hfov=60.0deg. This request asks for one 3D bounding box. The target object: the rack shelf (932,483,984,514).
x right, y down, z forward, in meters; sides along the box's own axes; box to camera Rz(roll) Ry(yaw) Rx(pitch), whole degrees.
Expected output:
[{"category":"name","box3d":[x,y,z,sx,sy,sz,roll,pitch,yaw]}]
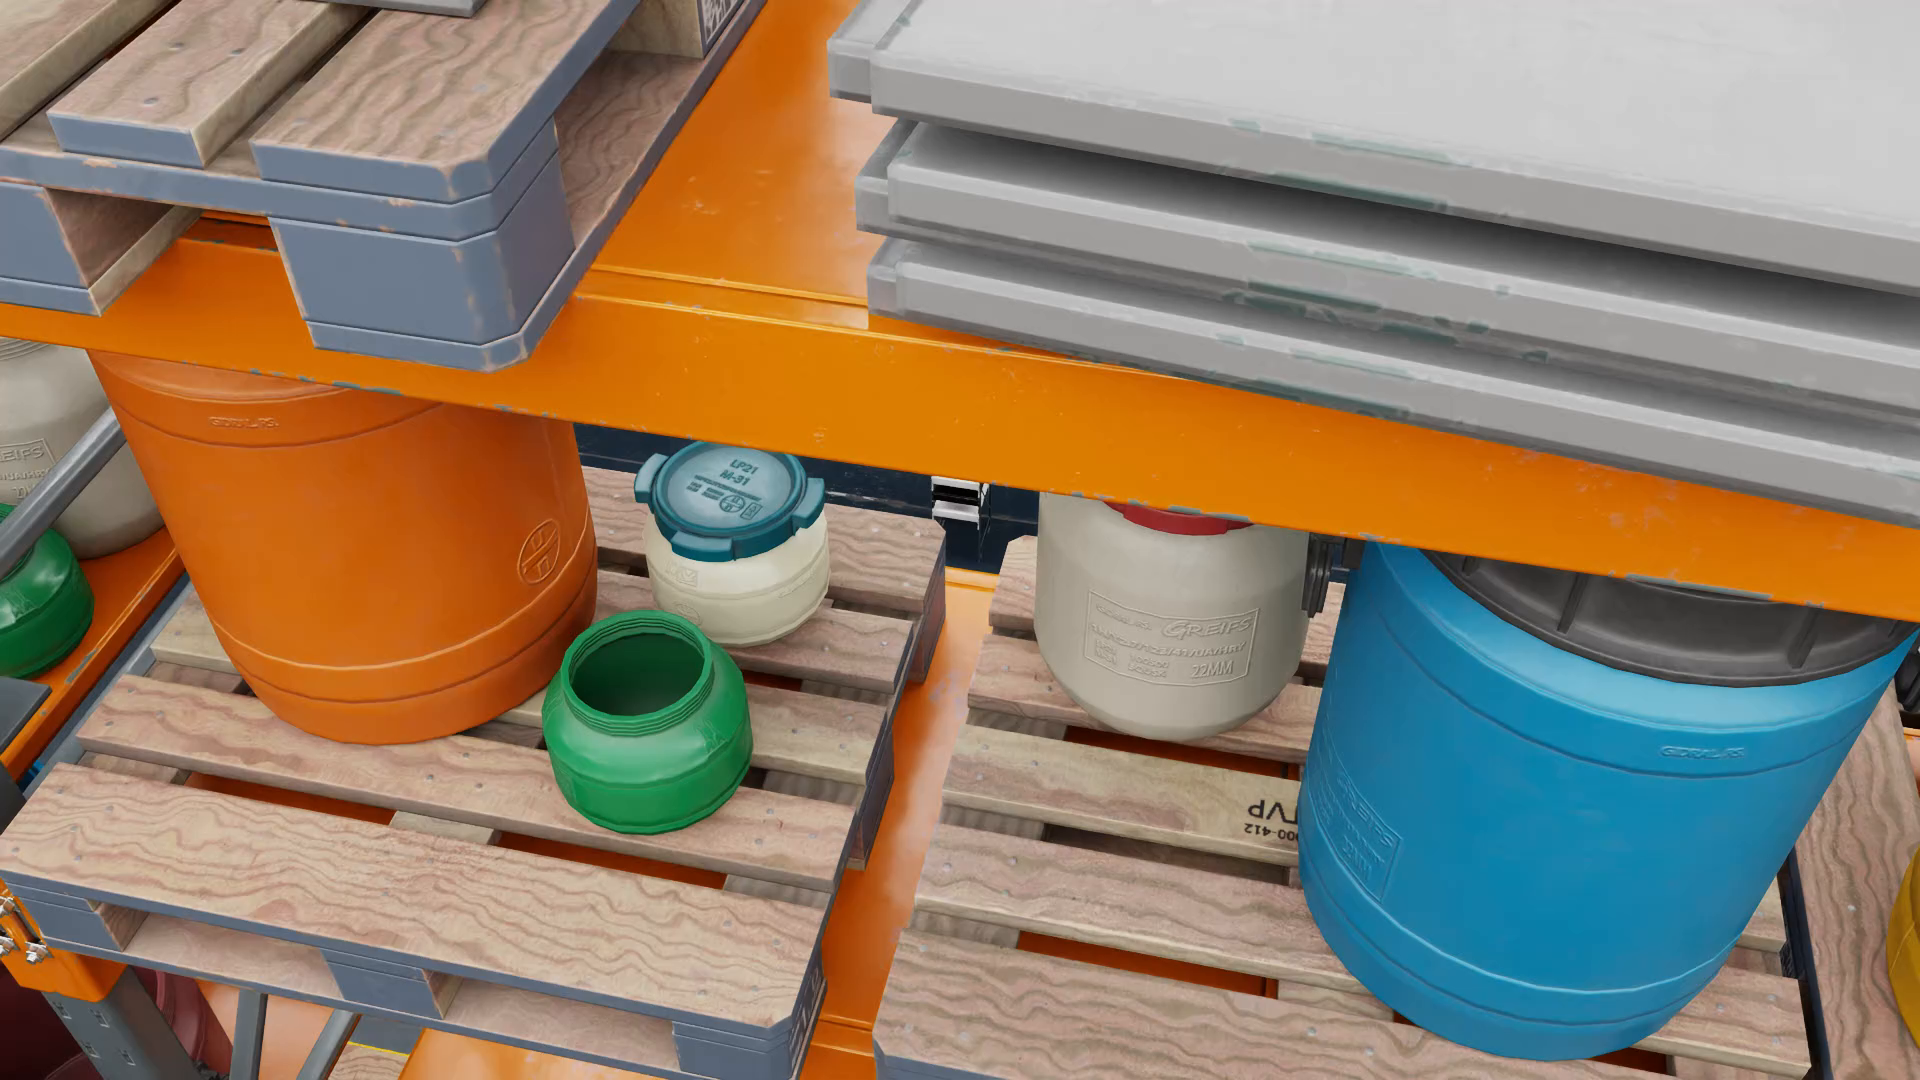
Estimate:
[{"category":"rack shelf","box3d":[0.008,-0.234,6.982,0.200,0.077,0.258,9,45,9]}]

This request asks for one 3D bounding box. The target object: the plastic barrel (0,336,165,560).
[{"category":"plastic barrel","box3d":[-1.674,-0.253,3.066,0.421,0.512,0.421,0,44,0]}]

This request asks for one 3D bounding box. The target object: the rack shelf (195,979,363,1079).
[{"category":"rack shelf","box3d":[-3.390,1.079,4.445,4.000,0.370,1.077,9,45,9]}]

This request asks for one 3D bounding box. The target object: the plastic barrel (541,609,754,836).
[{"category":"plastic barrel","box3d":[-0.454,0.262,2.421,0.294,0.245,0.294,0,44,0]}]

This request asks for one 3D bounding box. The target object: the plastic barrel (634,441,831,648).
[{"category":"plastic barrel","box3d":[-0.360,0.003,2.678,0.301,0.262,0.301,0,44,0]}]

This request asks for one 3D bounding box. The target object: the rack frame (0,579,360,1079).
[{"category":"rack frame","box3d":[-1.438,1.122,3.881,0.127,3.000,1.000,9,45,9]}]

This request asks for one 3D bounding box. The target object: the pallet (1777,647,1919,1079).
[{"category":"pallet","box3d":[1.679,0.663,2.332,1.003,0.211,1.213,9,45,9]}]

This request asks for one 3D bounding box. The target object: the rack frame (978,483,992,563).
[{"category":"rack frame","box3d":[0.107,-0.308,6.881,0.006,0.900,0.240,9,45,9]}]

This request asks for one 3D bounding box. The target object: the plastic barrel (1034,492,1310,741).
[{"category":"plastic barrel","box3d":[0.325,0.008,2.475,0.433,0.535,0.433,0,44,0]}]

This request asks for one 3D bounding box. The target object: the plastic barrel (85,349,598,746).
[{"category":"plastic barrel","box3d":[-0.885,-0.177,2.455,0.708,0.830,0.600,9,45,9]}]

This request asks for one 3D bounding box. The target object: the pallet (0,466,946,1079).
[{"category":"pallet","box3d":[-0.713,0.292,2.717,1.213,0.211,1.003,9,45,9]}]

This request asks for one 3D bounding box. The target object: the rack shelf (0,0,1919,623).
[{"category":"rack shelf","box3d":[0.514,-0.333,1.874,4.000,0.370,1.077,9,45,9]}]

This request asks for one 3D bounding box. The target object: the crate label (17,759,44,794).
[{"category":"crate label","box3d":[-2.349,0.776,4.215,0.616,0.435,0.502,9,45,9]}]

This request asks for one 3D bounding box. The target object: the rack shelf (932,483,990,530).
[{"category":"rack shelf","box3d":[0.008,-0.169,7.045,0.200,0.077,0.258,9,45,9]}]

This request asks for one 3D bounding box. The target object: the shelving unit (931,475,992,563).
[{"category":"shelving unit","box3d":[0.008,-0.323,6.897,0.210,0.900,0.258,9,45,9]}]

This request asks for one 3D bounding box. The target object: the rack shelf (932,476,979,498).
[{"category":"rack shelf","box3d":[0.008,-0.299,6.920,0.200,0.077,0.258,9,45,9]}]

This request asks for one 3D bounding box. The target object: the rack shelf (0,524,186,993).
[{"category":"rack shelf","box3d":[-3.390,-0.002,3.405,4.000,0.370,1.077,9,45,9]}]

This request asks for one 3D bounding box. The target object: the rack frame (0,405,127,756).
[{"category":"rack frame","box3d":[-1.438,-1.039,1.801,0.127,3.000,1.000,9,45,9]}]

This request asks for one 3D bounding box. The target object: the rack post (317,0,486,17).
[{"category":"rack post","box3d":[-0.722,-0.930,1.742,0.937,0.300,0.954,9,45,9]}]

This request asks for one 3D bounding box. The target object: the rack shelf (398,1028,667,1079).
[{"category":"rack shelf","box3d":[0.514,1.684,3.816,4.000,0.370,1.077,9,45,9]}]

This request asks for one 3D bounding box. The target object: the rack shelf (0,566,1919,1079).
[{"category":"rack shelf","box3d":[0.514,0.604,2.776,4.000,0.370,1.077,9,45,9]}]

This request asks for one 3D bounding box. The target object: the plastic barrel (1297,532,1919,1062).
[{"category":"plastic barrel","box3d":[0.766,0.160,2.053,0.708,0.901,0.600,9,45,9]}]

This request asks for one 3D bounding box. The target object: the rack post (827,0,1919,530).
[{"category":"rack post","box3d":[0.462,-0.474,1.574,0.954,0.300,0.937,13,45,13]}]

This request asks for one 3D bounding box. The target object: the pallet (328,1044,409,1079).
[{"category":"pallet","box3d":[-2.186,1.983,4.997,1.213,0.211,1.003,9,45,9]}]

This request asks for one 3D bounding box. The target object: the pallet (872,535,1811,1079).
[{"category":"pallet","box3d":[0.572,0.493,2.508,1.213,0.211,1.003,9,45,9]}]

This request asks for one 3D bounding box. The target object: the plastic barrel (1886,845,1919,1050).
[{"category":"plastic barrel","box3d":[1.530,0.427,2.002,0.600,0.588,0.600,0,44,0]}]

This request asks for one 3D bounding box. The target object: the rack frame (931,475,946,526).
[{"category":"rack frame","box3d":[-0.091,-0.338,6.913,0.006,0.900,0.240,9,45,9]}]

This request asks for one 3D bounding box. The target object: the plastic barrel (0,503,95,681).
[{"category":"plastic barrel","box3d":[-1.690,0.095,2.898,0.294,0.245,0.294,0,44,0]}]

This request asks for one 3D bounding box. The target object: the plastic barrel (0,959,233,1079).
[{"category":"plastic barrel","box3d":[-1.957,1.208,3.694,0.708,0.536,0.600,9,45,9]}]

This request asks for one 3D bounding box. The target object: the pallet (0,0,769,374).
[{"category":"pallet","box3d":[-0.741,-0.697,1.870,1.003,0.211,1.213,9,45,9]}]
